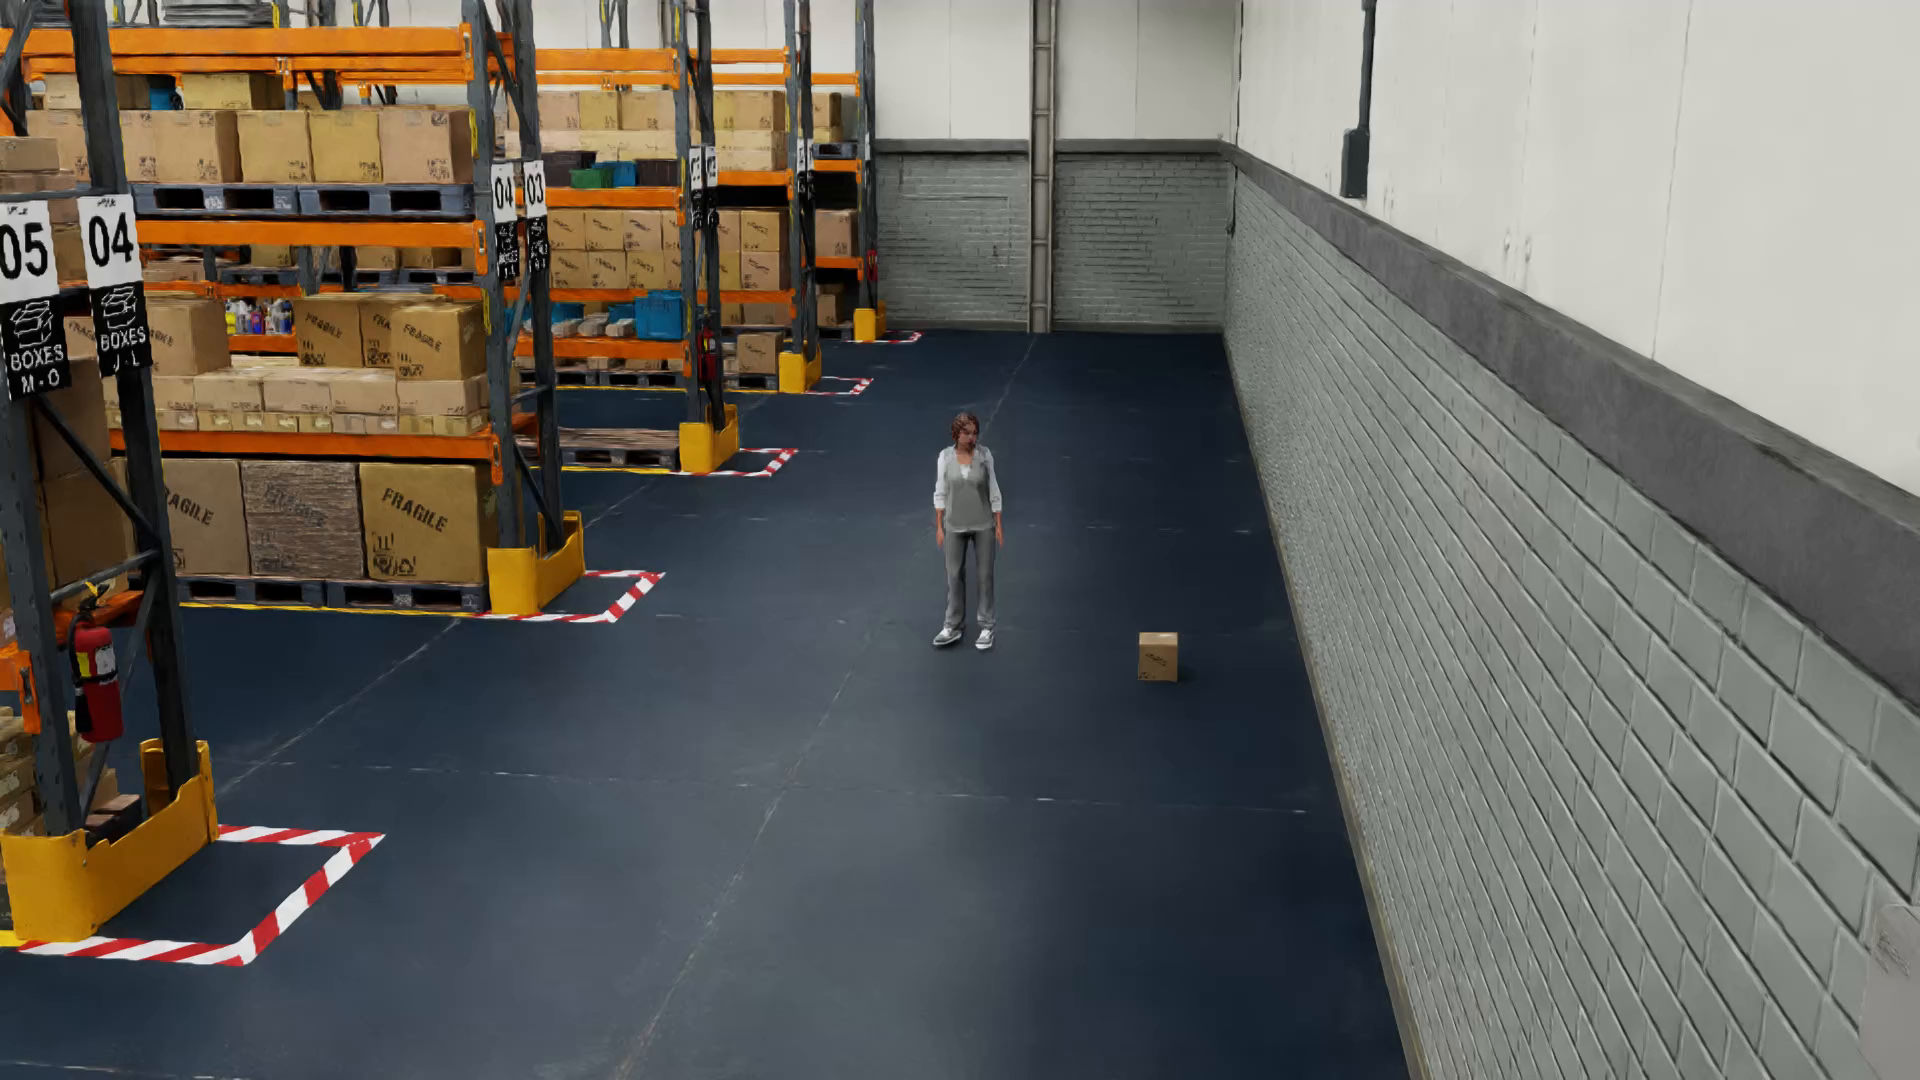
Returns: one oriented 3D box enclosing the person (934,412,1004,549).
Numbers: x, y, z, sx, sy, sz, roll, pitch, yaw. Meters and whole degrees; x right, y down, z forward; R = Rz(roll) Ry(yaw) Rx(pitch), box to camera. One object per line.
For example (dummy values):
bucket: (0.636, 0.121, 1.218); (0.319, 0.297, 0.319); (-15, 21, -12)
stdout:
person: (0.064, -0.392, 11.110); (0.478, 0.937, 0.319); (1, 15, 5)
